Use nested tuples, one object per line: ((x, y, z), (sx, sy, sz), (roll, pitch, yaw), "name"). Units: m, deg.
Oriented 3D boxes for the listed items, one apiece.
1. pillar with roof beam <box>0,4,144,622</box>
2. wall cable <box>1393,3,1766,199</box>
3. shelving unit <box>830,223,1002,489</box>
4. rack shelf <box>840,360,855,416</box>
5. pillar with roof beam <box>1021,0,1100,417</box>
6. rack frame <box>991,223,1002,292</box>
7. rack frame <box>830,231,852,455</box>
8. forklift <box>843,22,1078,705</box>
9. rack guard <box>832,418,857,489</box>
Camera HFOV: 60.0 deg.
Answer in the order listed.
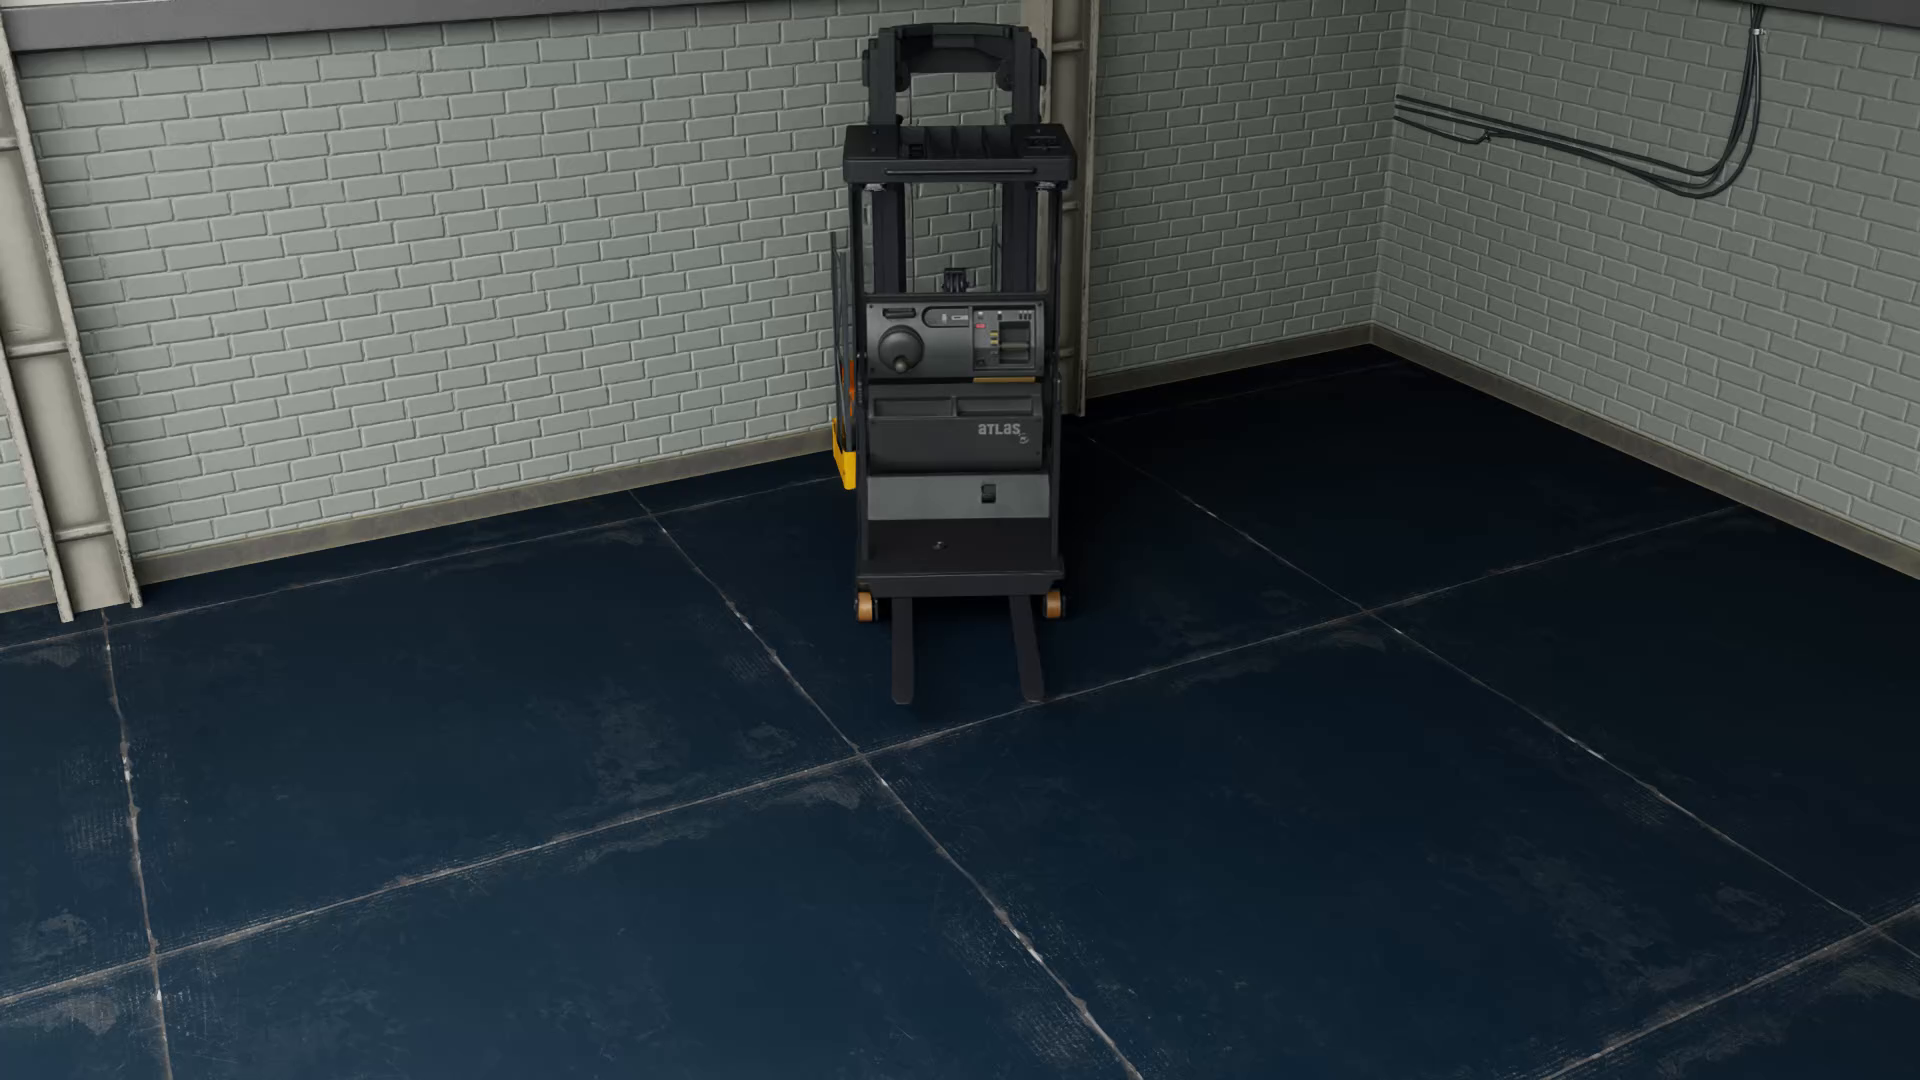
((-2.642, -2.072, 3.670), (0.400, 9.000, 9.100), (-13, 29, -25), "pillar with roof beam")
((3.848, -3.634, 10.509), (0.112, 2.526, 3.097), (-13, 29, -25), "wall cable")
((-0.247, -1.162, 10.437), (1.083, 1.500, 0.587), (-5, 26, -10), "shelving unit")
((-0.238, -1.000, 10.516), (1.000, 0.185, 0.538), (-5, 26, -10), "rack shelf")
((2.652, -3.295, 6.215), (0.400, 9.000, 9.100), (-13, 29, -25), "pillar with roof beam")
((0.261, -1.206, 10.528), (0.032, 1.500, 0.500), (-5, 26, -10), "rack frame")
((-0.736, -1.119, 10.348), (0.032, 1.500, 0.500), (-5, 26, -10), "rack frame")
((-0.012, -1.025, 8.498), (1.130, 2.935, 3.031), (-1, 26, -2), "forklift")
((-0.735, -0.556, 10.619), (0.087, 0.250, 0.587), (-5, 26, -10), "rack guard")
